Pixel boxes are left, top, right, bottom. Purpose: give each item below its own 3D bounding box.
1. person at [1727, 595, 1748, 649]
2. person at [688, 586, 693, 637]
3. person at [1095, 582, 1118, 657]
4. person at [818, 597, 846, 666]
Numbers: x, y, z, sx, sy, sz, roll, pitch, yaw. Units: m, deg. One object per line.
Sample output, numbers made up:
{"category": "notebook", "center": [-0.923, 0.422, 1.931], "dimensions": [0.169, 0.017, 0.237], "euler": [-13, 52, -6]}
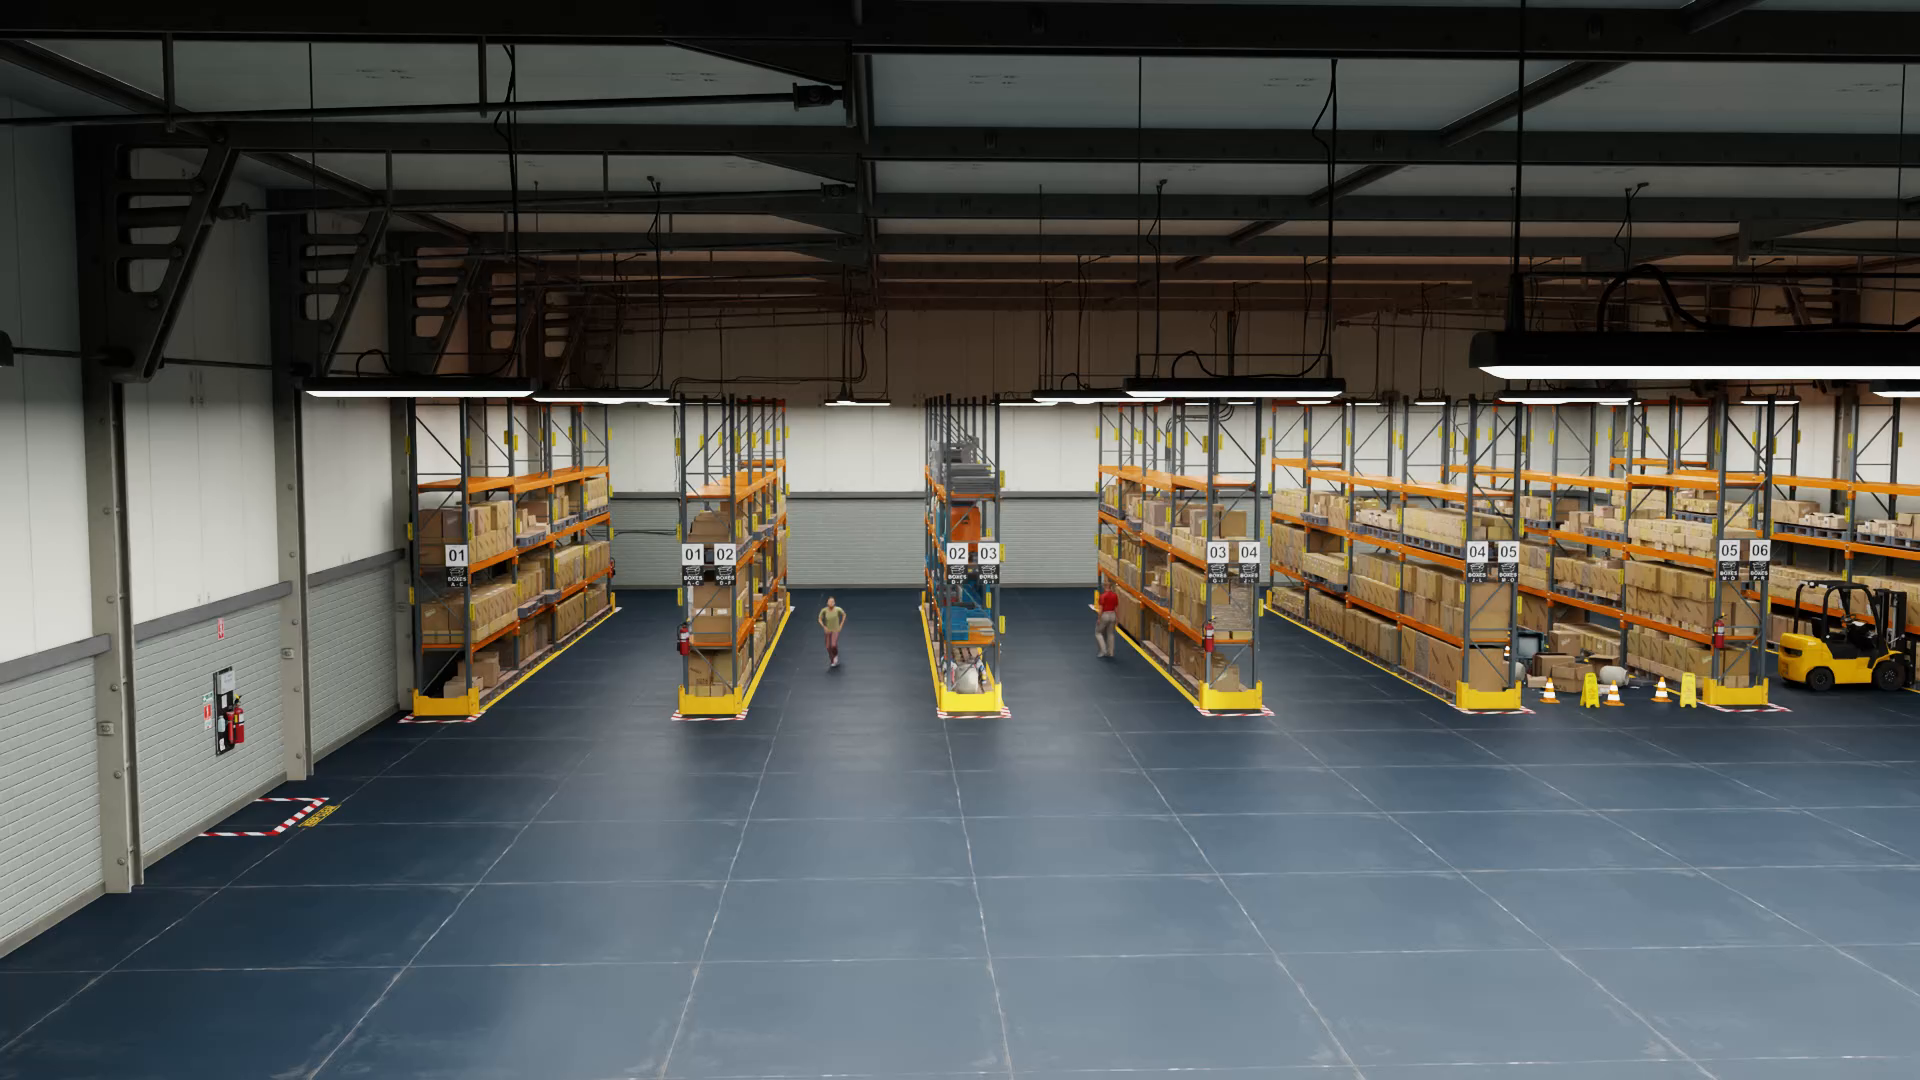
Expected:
{"category": "person", "center": [17.058, 2.032, 36.372], "dimensions": [0.477, 1.678, 0.419], "euler": [-2, 5, -23]}
{"category": "person", "center": [-6.662, 1.554, 41.784], "dimensions": [0.649, 1.710, 1.081], "euler": [0, 5, -5]}
{"category": "person", "center": [3.405, 1.848, 38.401], "dimensions": [0.575, 1.769, 0.405], "euler": [-3, 5, -29]}
{"category": "person", "center": [-2.832, 2.023, 36.863], "dimensions": [0.566, 1.585, 0.698], "euler": [1, 5, 9]}
